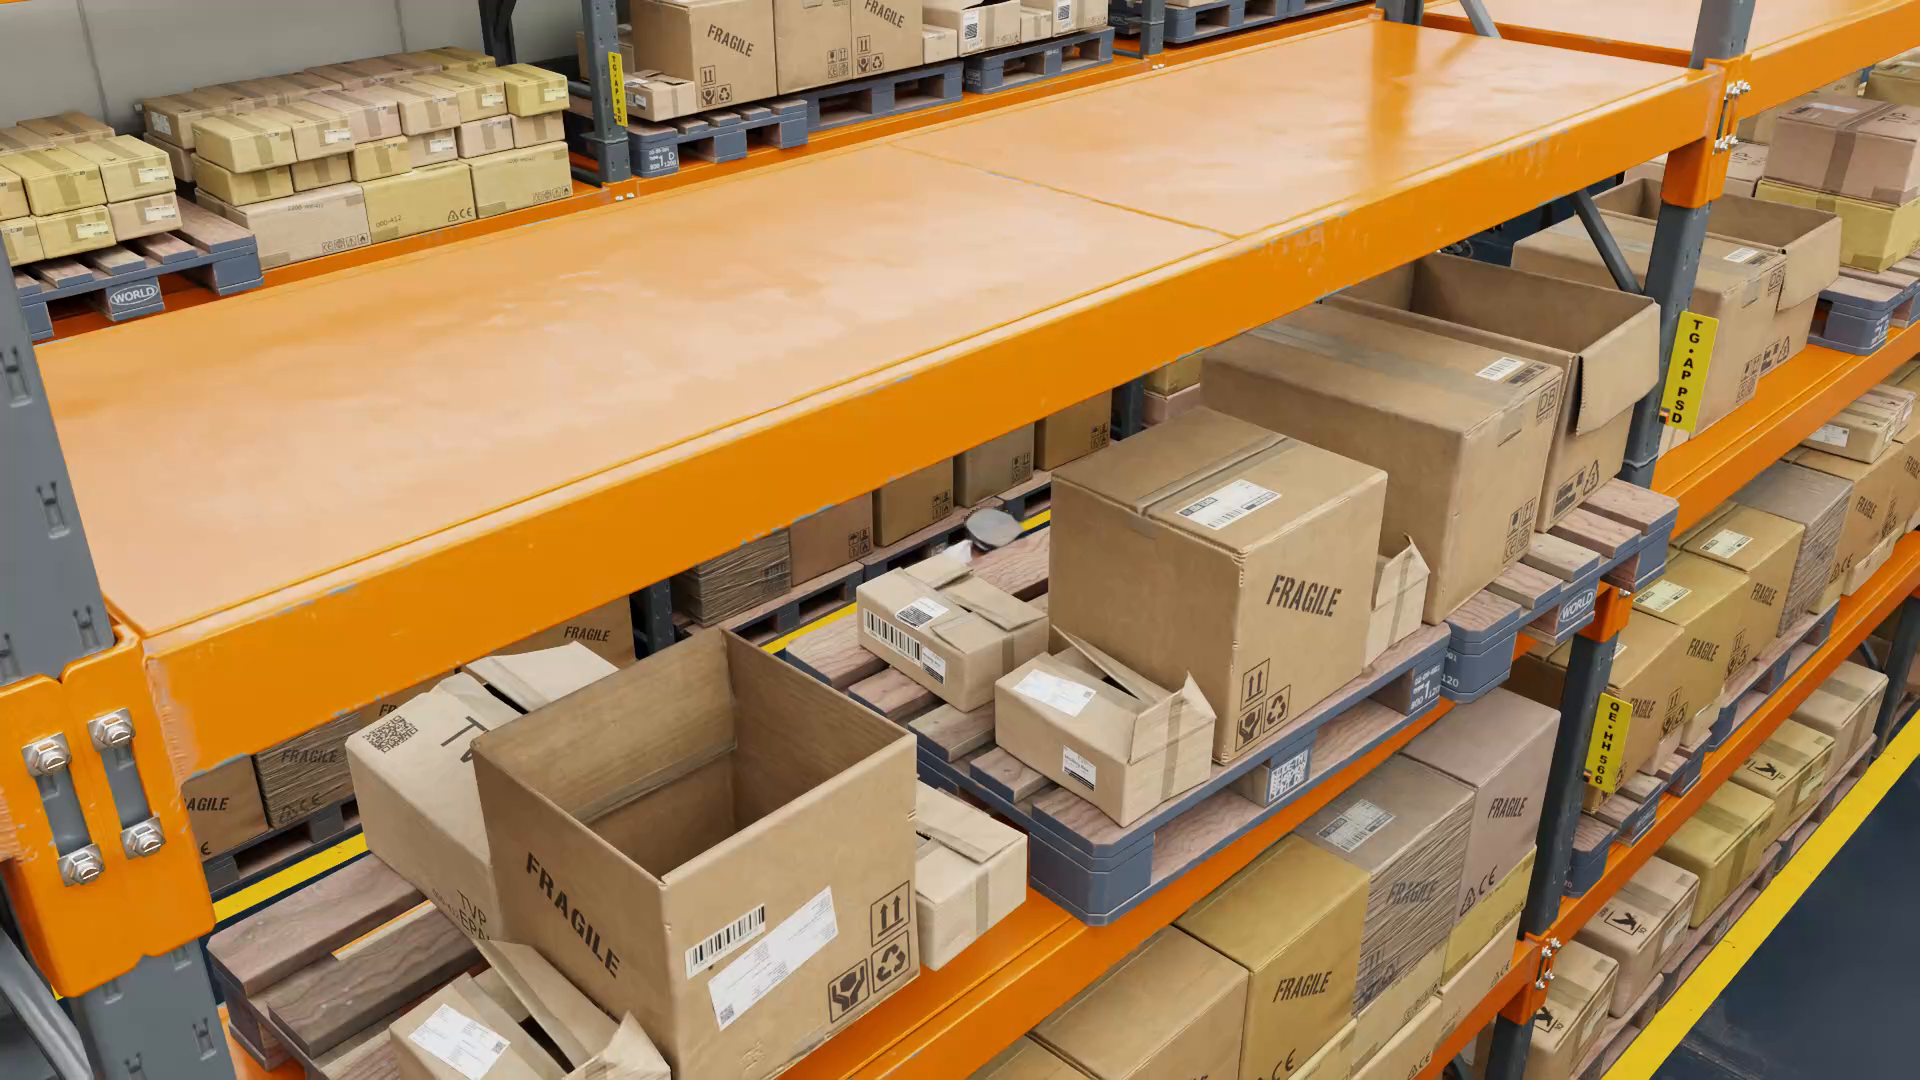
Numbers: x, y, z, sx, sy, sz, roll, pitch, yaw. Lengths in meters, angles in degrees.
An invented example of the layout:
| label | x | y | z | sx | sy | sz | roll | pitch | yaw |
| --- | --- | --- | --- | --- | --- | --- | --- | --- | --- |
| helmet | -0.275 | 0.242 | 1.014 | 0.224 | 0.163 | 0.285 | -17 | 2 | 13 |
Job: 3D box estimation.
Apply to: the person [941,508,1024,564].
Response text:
| label | x | y | z | sx | sy | sz | roll | pitch | yaw |
| --- | --- | --- | --- | --- | --- | --- | --- | --- | --- |
| person | -0.004 | 0.508 | 8.098 | 0.695 | 1.530 | 0.406 | 24 | 36 | 37 |
